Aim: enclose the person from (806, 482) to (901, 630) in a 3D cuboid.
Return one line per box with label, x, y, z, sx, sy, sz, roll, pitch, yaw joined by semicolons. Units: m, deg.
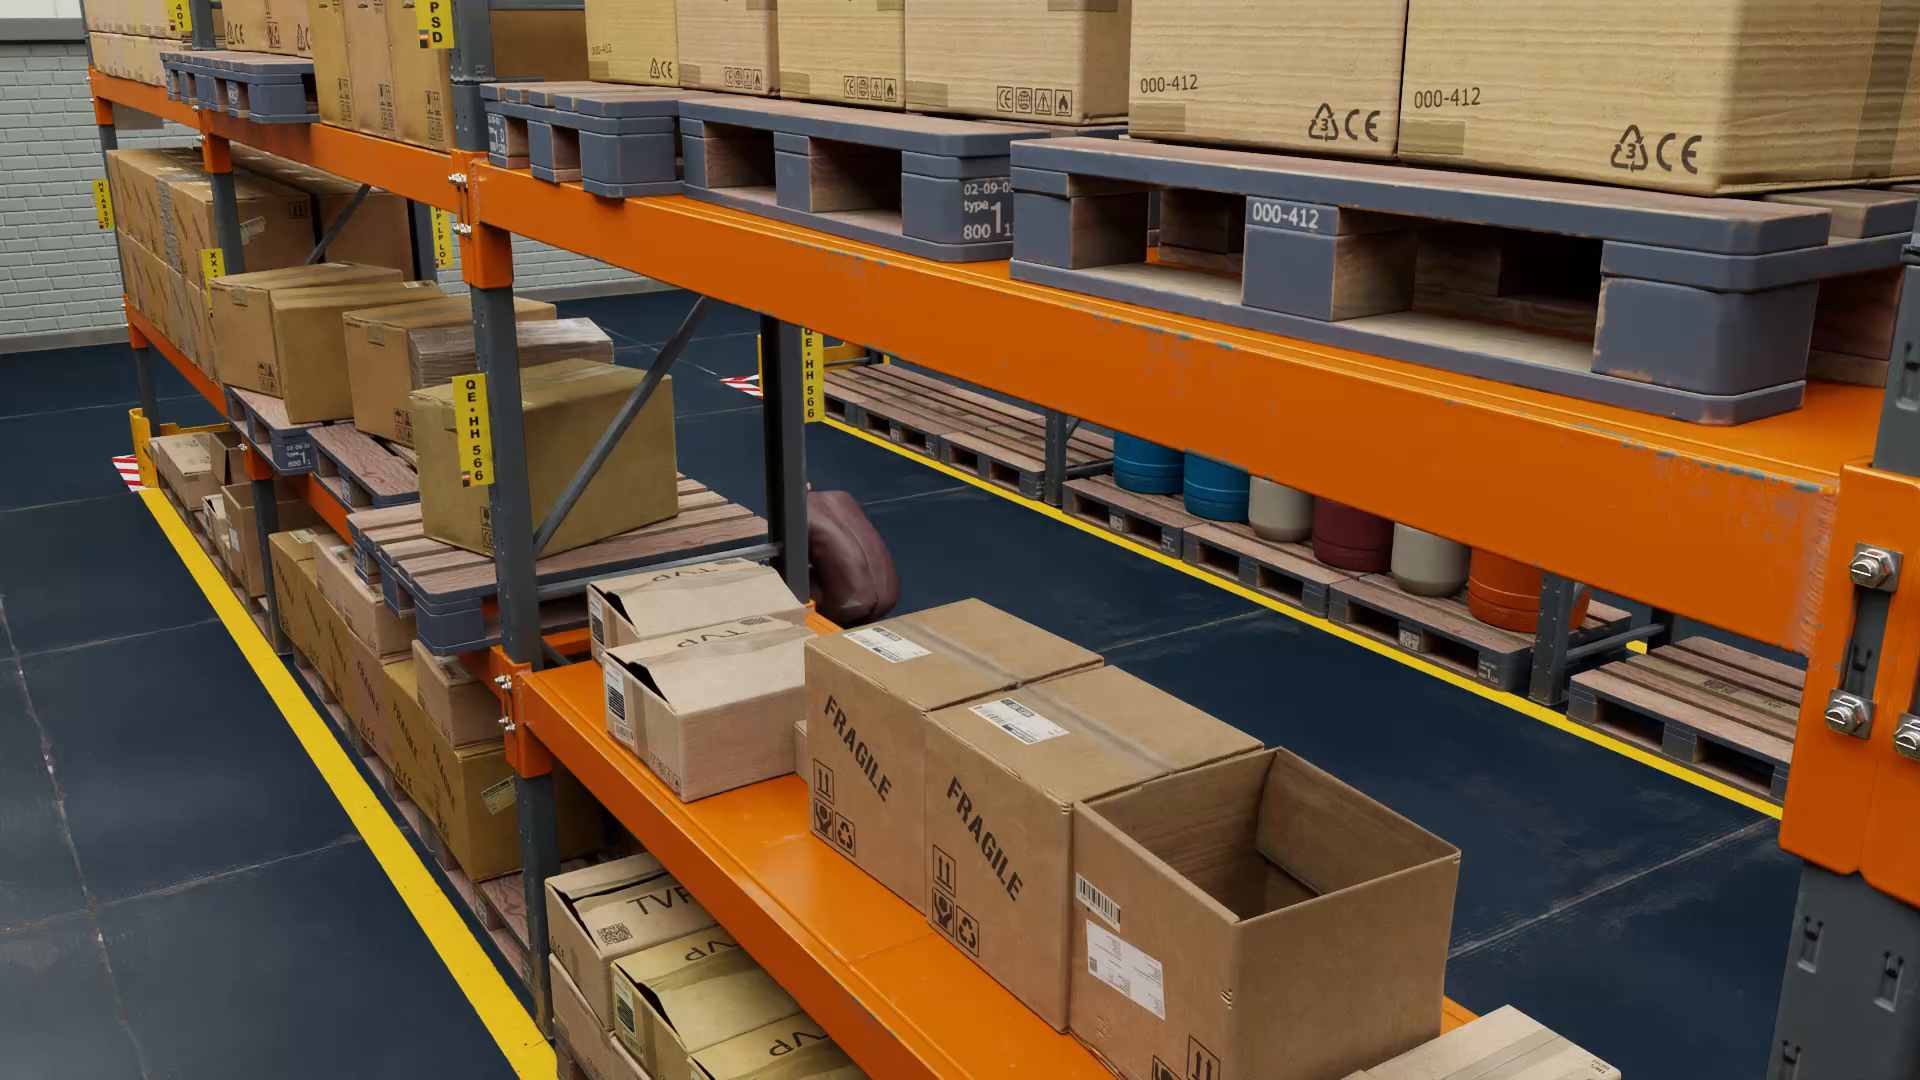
person;-0.671;0.176;8.342;0.577;0.981;0.936;-12;21;-33
